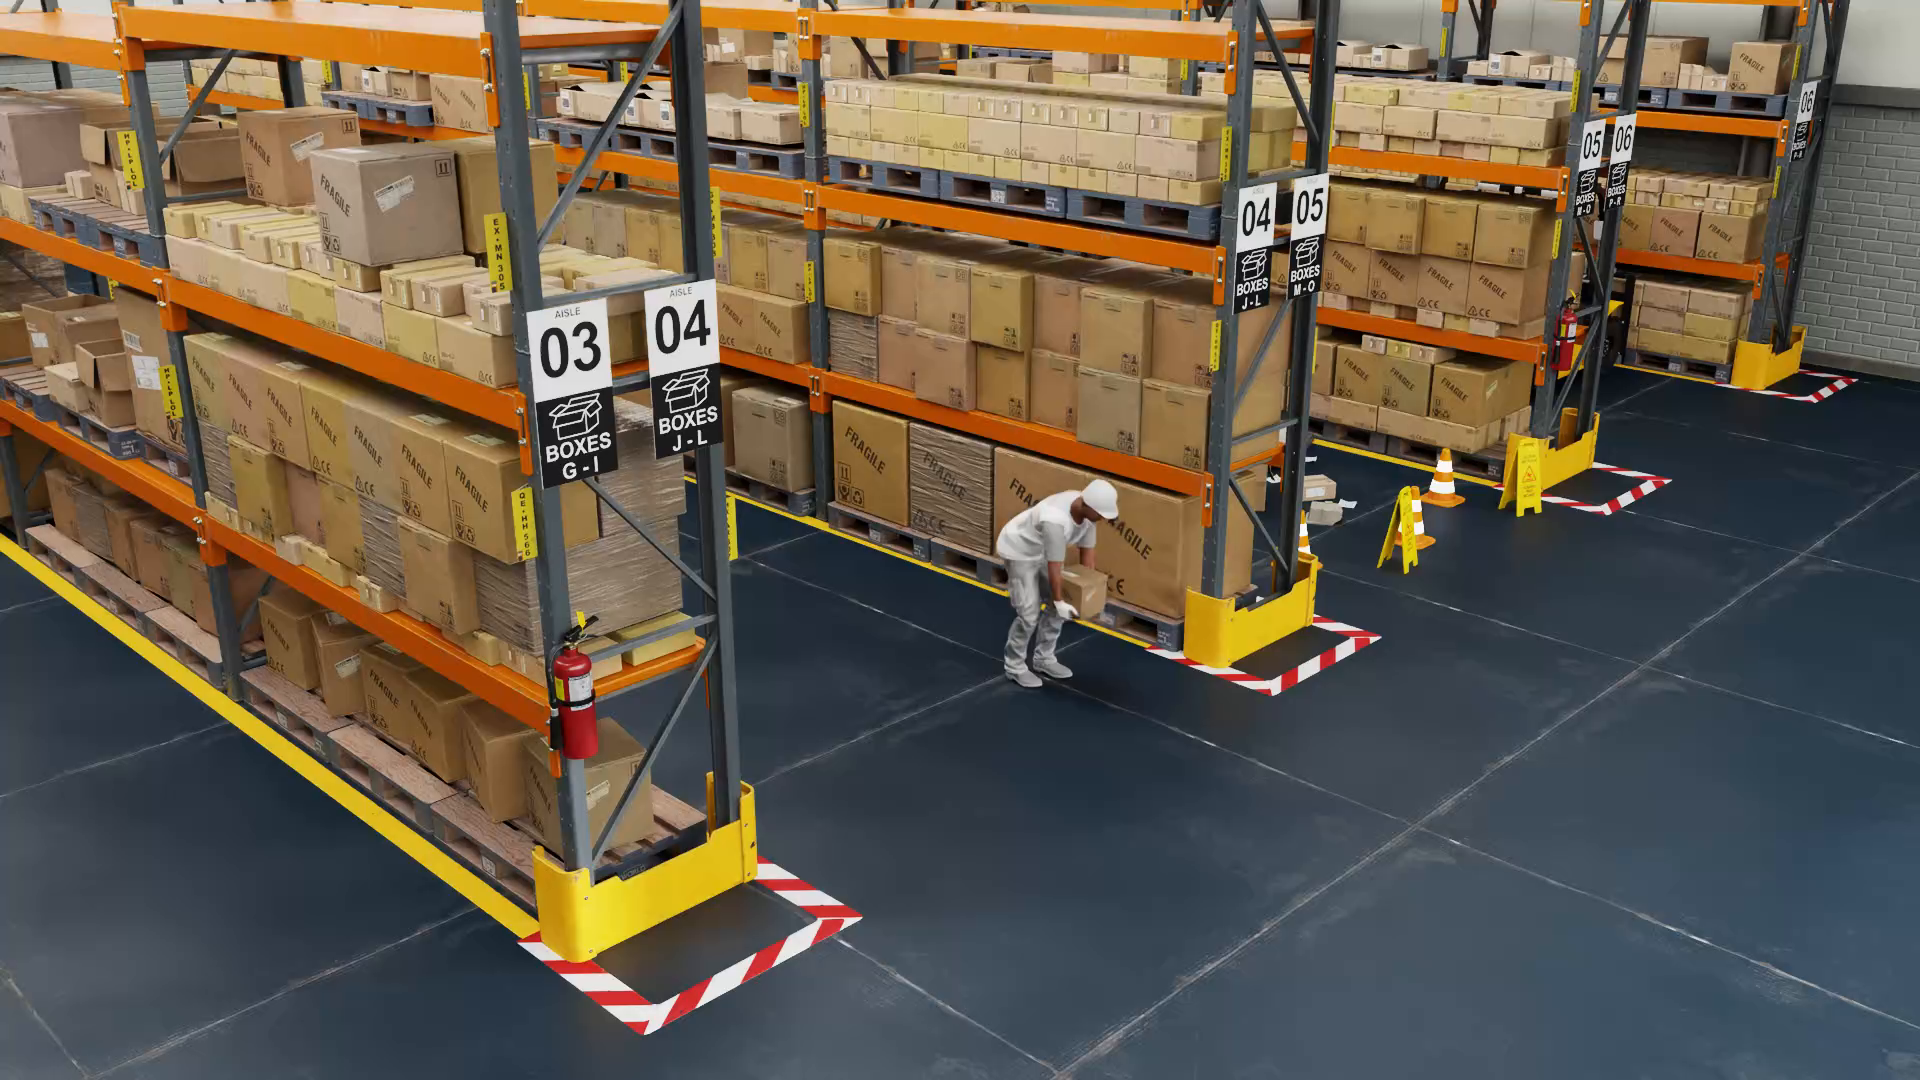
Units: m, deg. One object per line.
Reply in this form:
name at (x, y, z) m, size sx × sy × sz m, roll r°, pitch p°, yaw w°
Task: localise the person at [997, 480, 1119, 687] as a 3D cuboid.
person at (0.641, 0.252, 10.795) m, size 0.854 × 1.484 × 0.494 m, roll 18°, pitch 27°, yaw 39°
